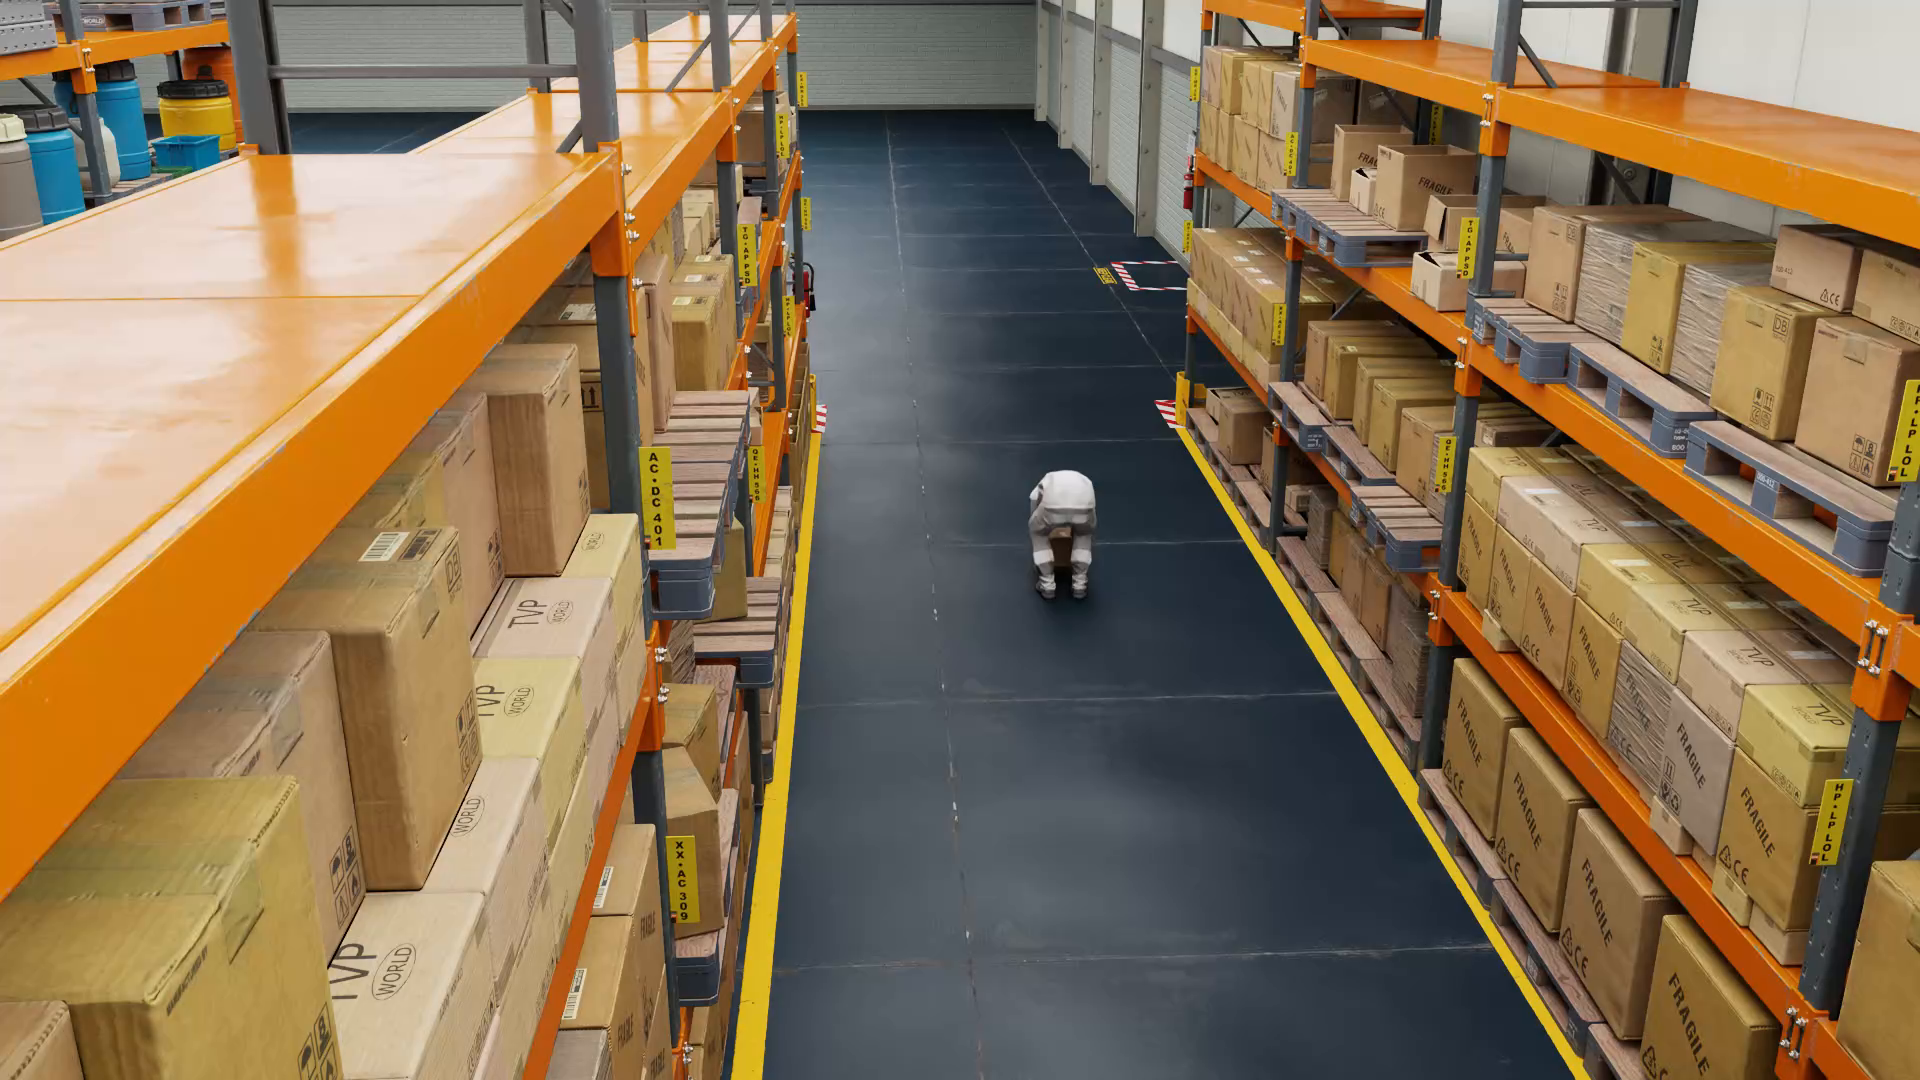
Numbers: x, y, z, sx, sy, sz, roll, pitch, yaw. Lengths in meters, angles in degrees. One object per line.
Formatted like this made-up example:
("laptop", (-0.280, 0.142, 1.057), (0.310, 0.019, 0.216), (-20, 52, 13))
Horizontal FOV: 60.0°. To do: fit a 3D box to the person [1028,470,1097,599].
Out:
("person", (0.782, -0.116, 12.995), (0.528, 0.997, 0.950), (-2, 20, -6))
